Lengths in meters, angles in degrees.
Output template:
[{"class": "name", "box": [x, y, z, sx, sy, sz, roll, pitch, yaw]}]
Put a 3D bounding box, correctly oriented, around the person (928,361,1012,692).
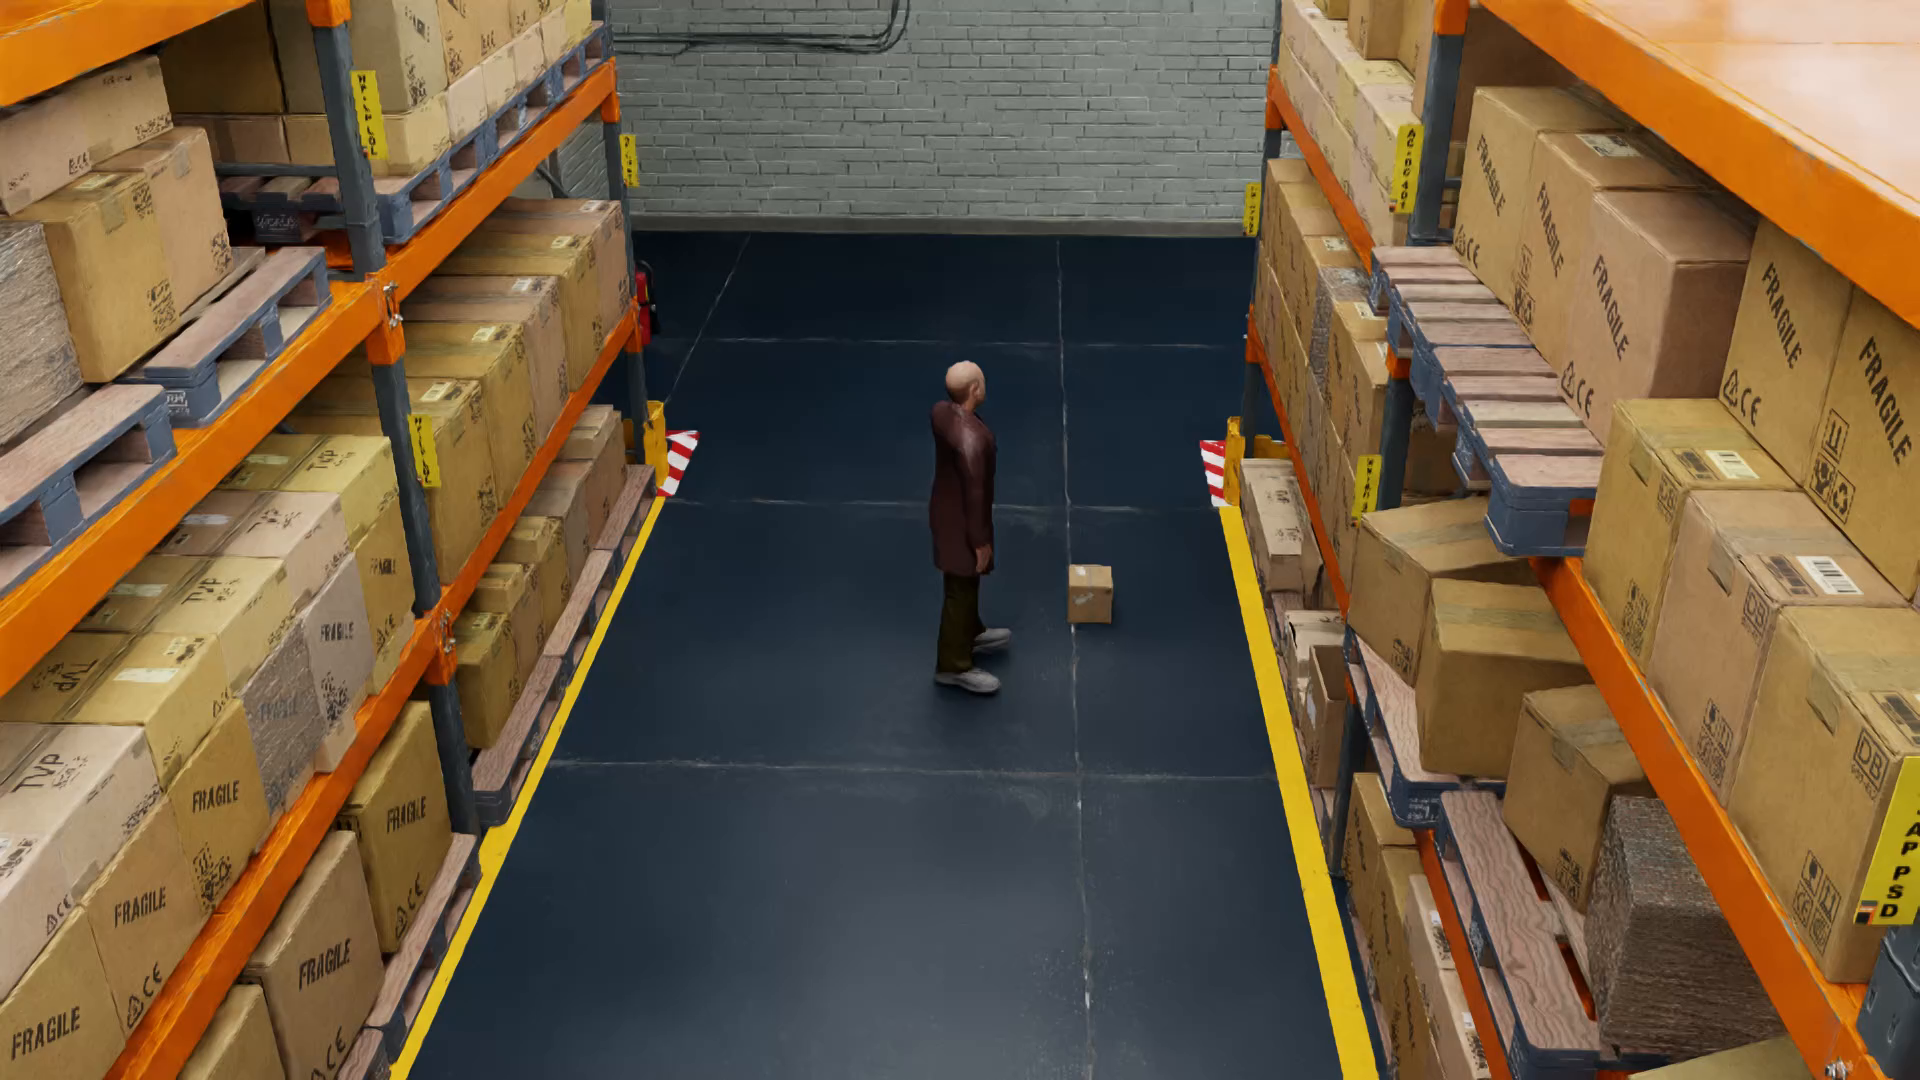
[{"class": "person", "box": [0.080, -0.106, 8.772, 0.520, 1.789, 0.647, -8, 29, -15]}]
